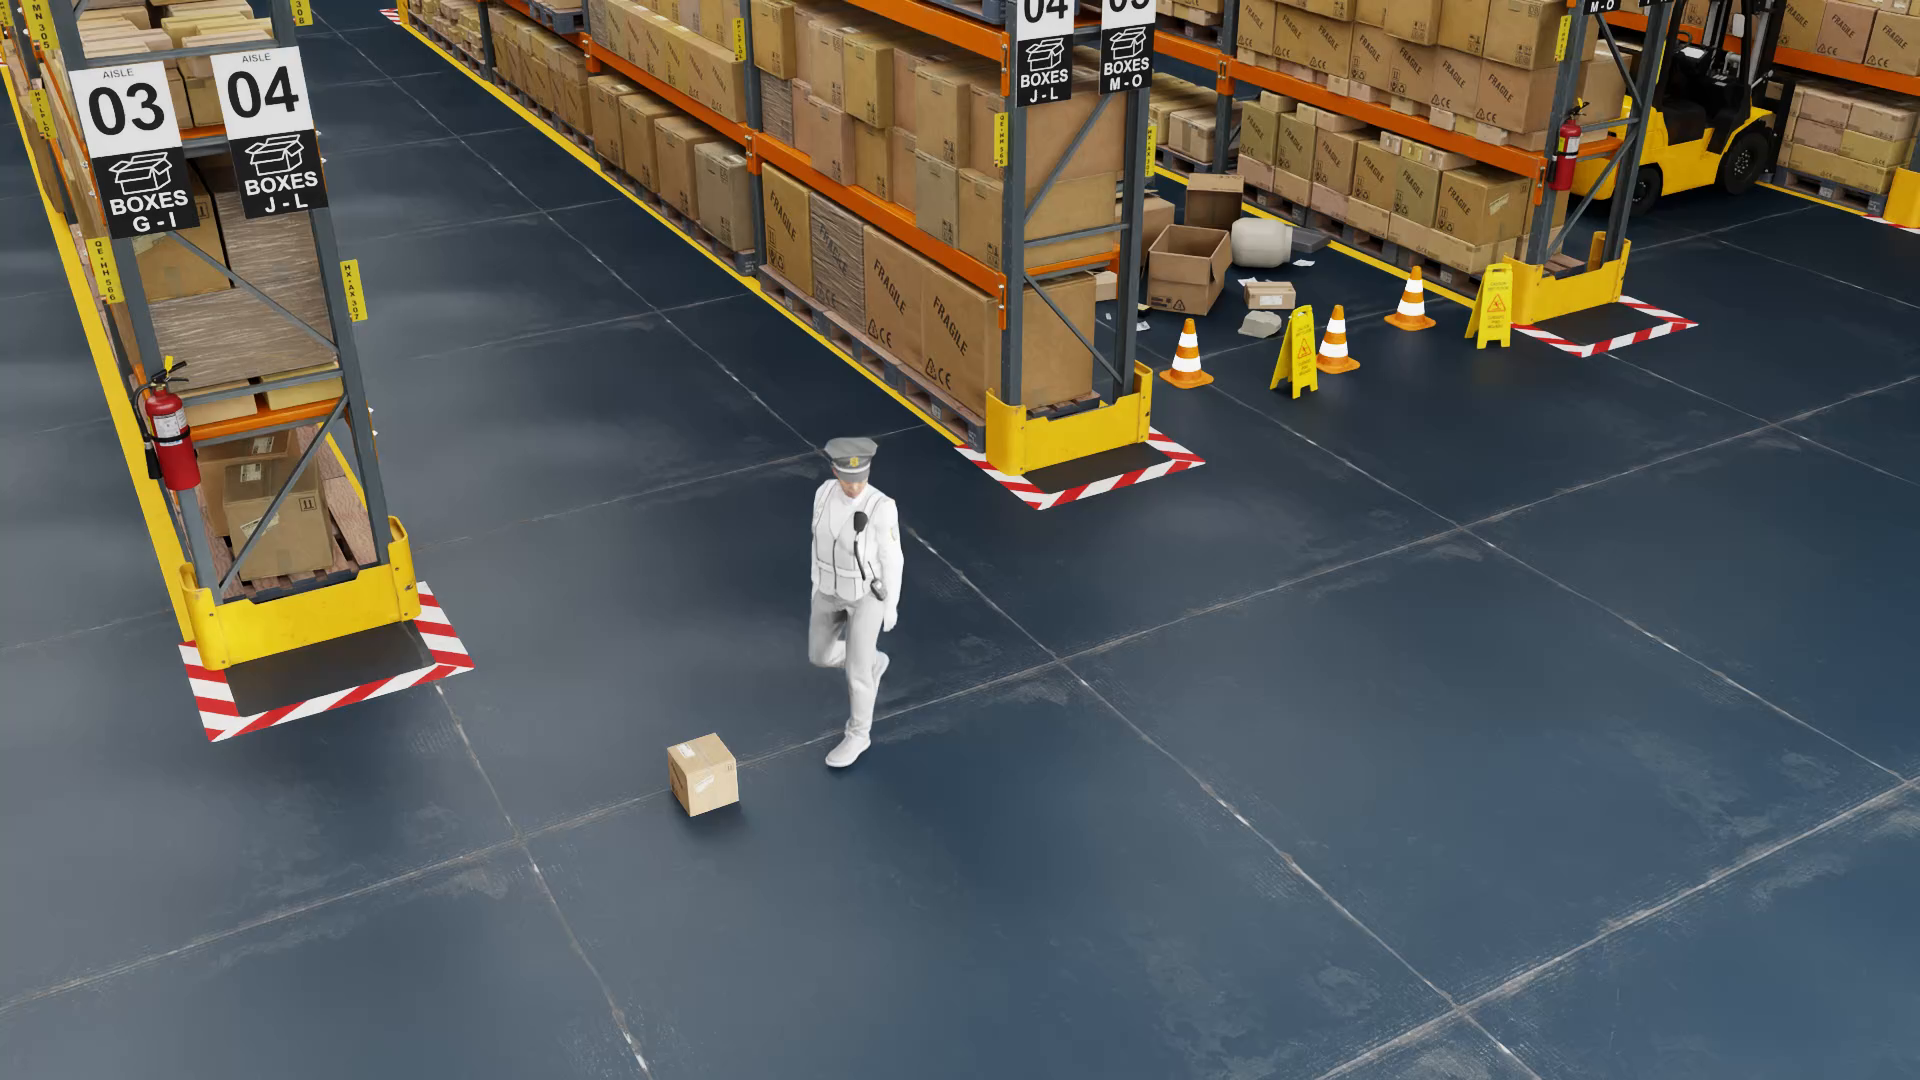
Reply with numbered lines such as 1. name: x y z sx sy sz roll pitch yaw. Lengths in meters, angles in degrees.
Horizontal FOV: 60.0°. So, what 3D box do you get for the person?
1. person: -0.511 0.257 8.067 0.501 1.659 0.646 18 34 28
